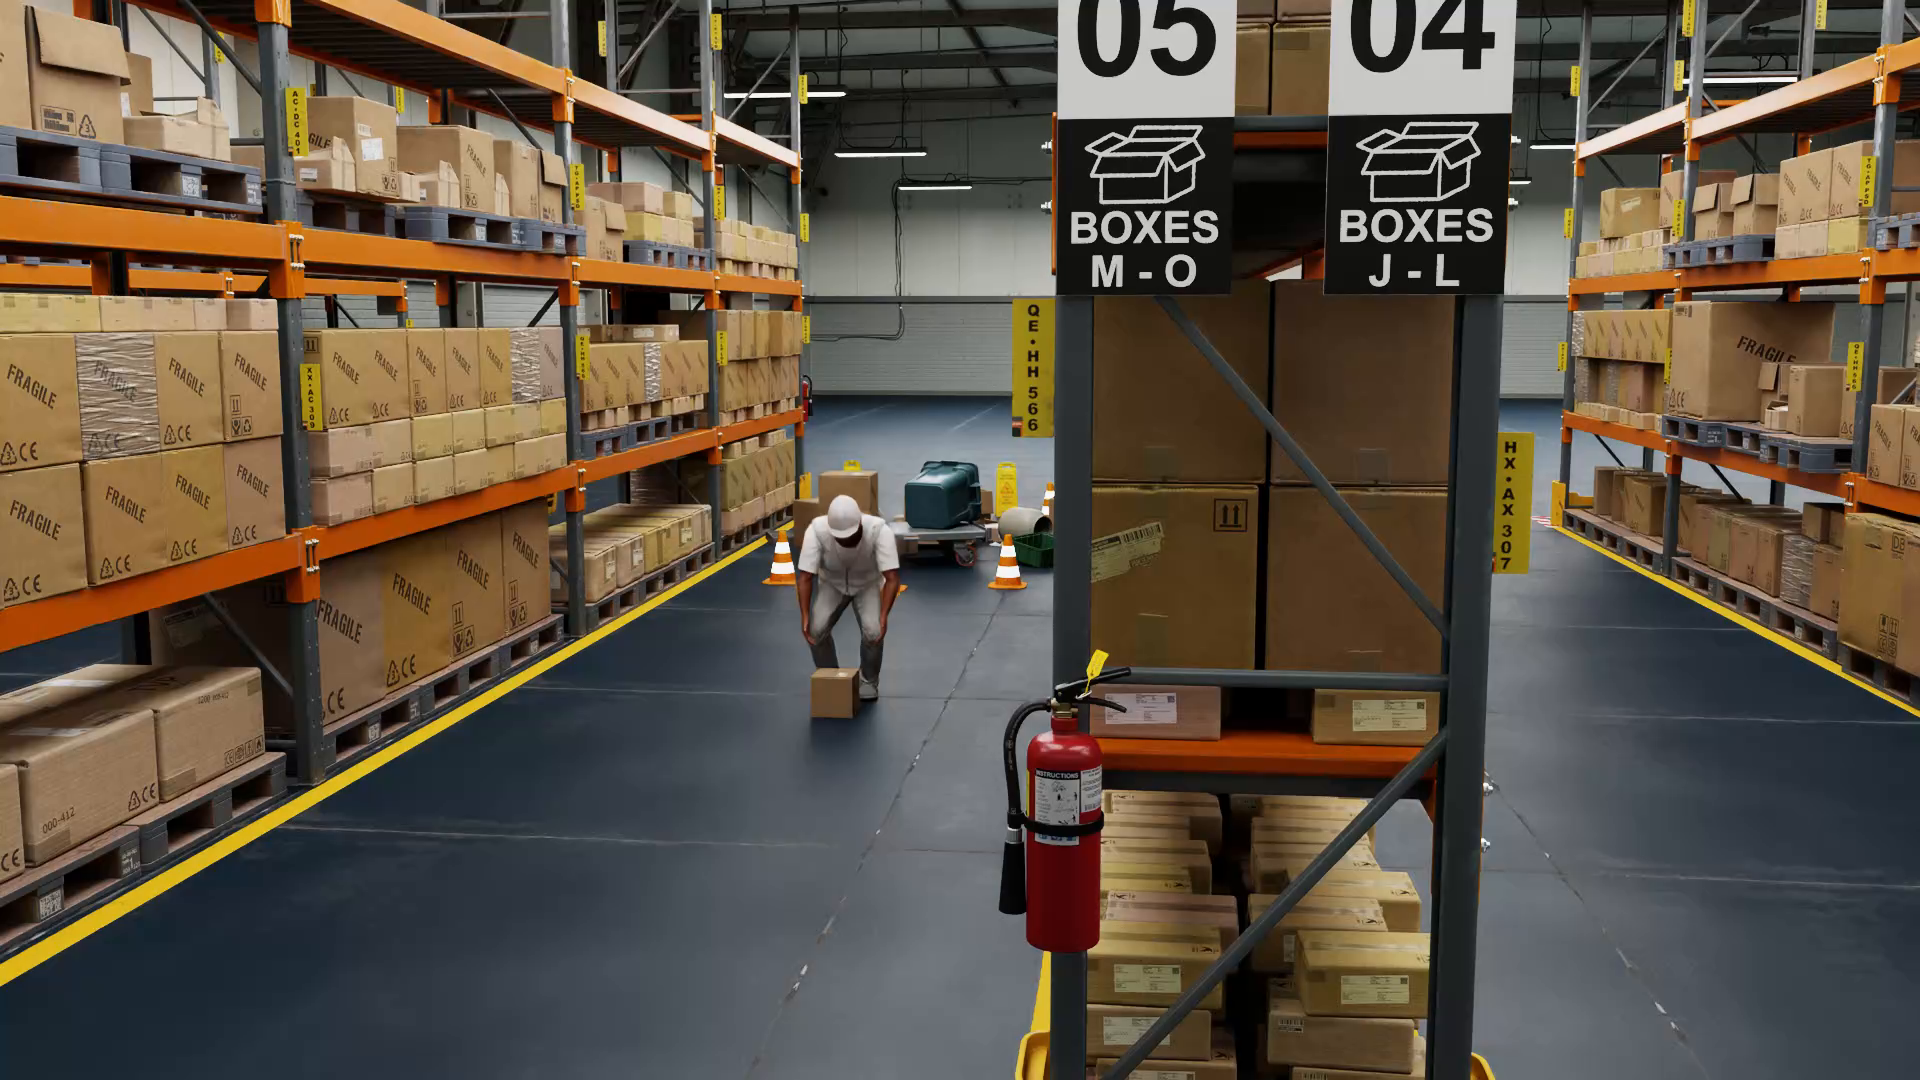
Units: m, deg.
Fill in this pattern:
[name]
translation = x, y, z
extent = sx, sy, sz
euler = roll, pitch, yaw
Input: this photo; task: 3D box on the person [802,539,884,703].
[person]
translation = -0.711, 0.515, 10.238
extent = 0.495, 0.993, 0.975
euler = 0, 8, 3
